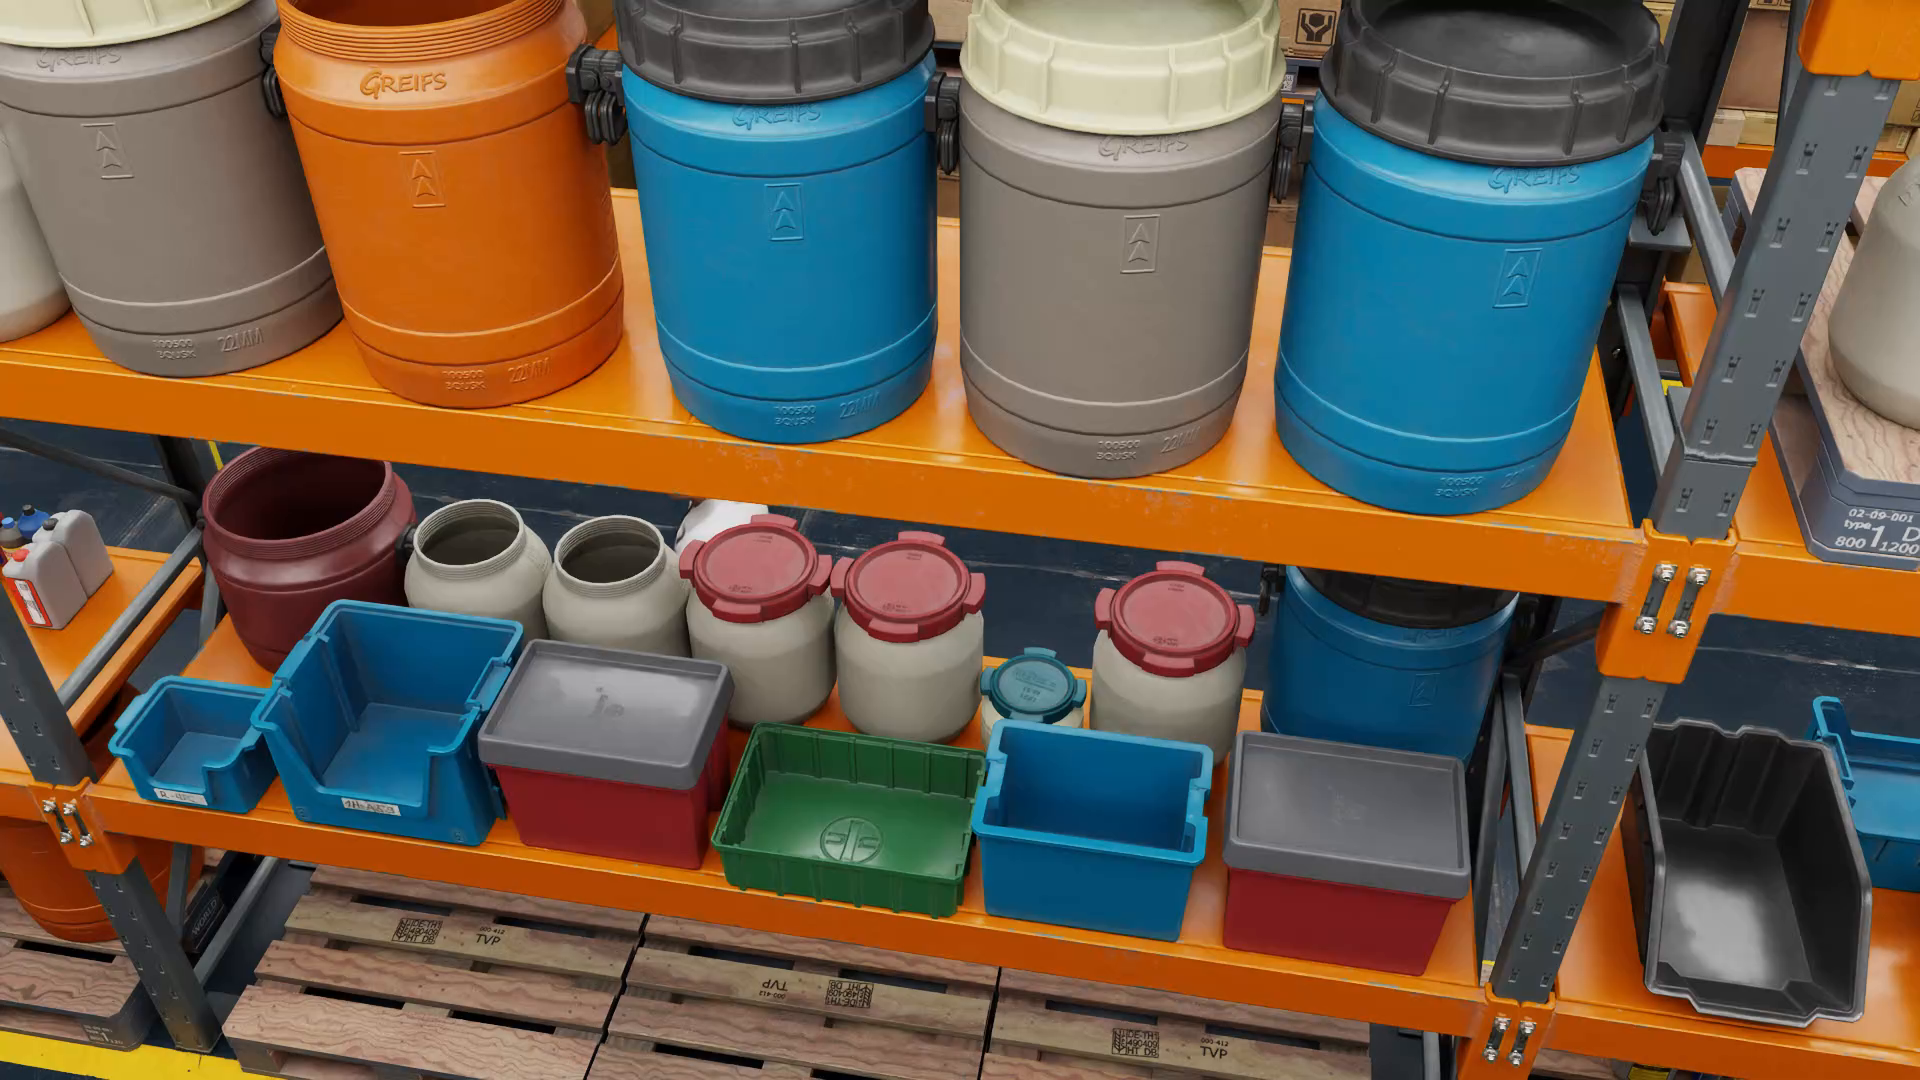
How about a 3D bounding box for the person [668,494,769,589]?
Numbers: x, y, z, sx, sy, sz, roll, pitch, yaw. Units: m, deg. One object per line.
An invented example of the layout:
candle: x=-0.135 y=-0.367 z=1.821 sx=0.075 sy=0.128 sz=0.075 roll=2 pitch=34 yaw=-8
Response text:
person: x=-0.804 y=0.342 z=5.762 sx=0.416 sy=1.774 sz=0.652 roll=6 pitch=40 yaw=7
